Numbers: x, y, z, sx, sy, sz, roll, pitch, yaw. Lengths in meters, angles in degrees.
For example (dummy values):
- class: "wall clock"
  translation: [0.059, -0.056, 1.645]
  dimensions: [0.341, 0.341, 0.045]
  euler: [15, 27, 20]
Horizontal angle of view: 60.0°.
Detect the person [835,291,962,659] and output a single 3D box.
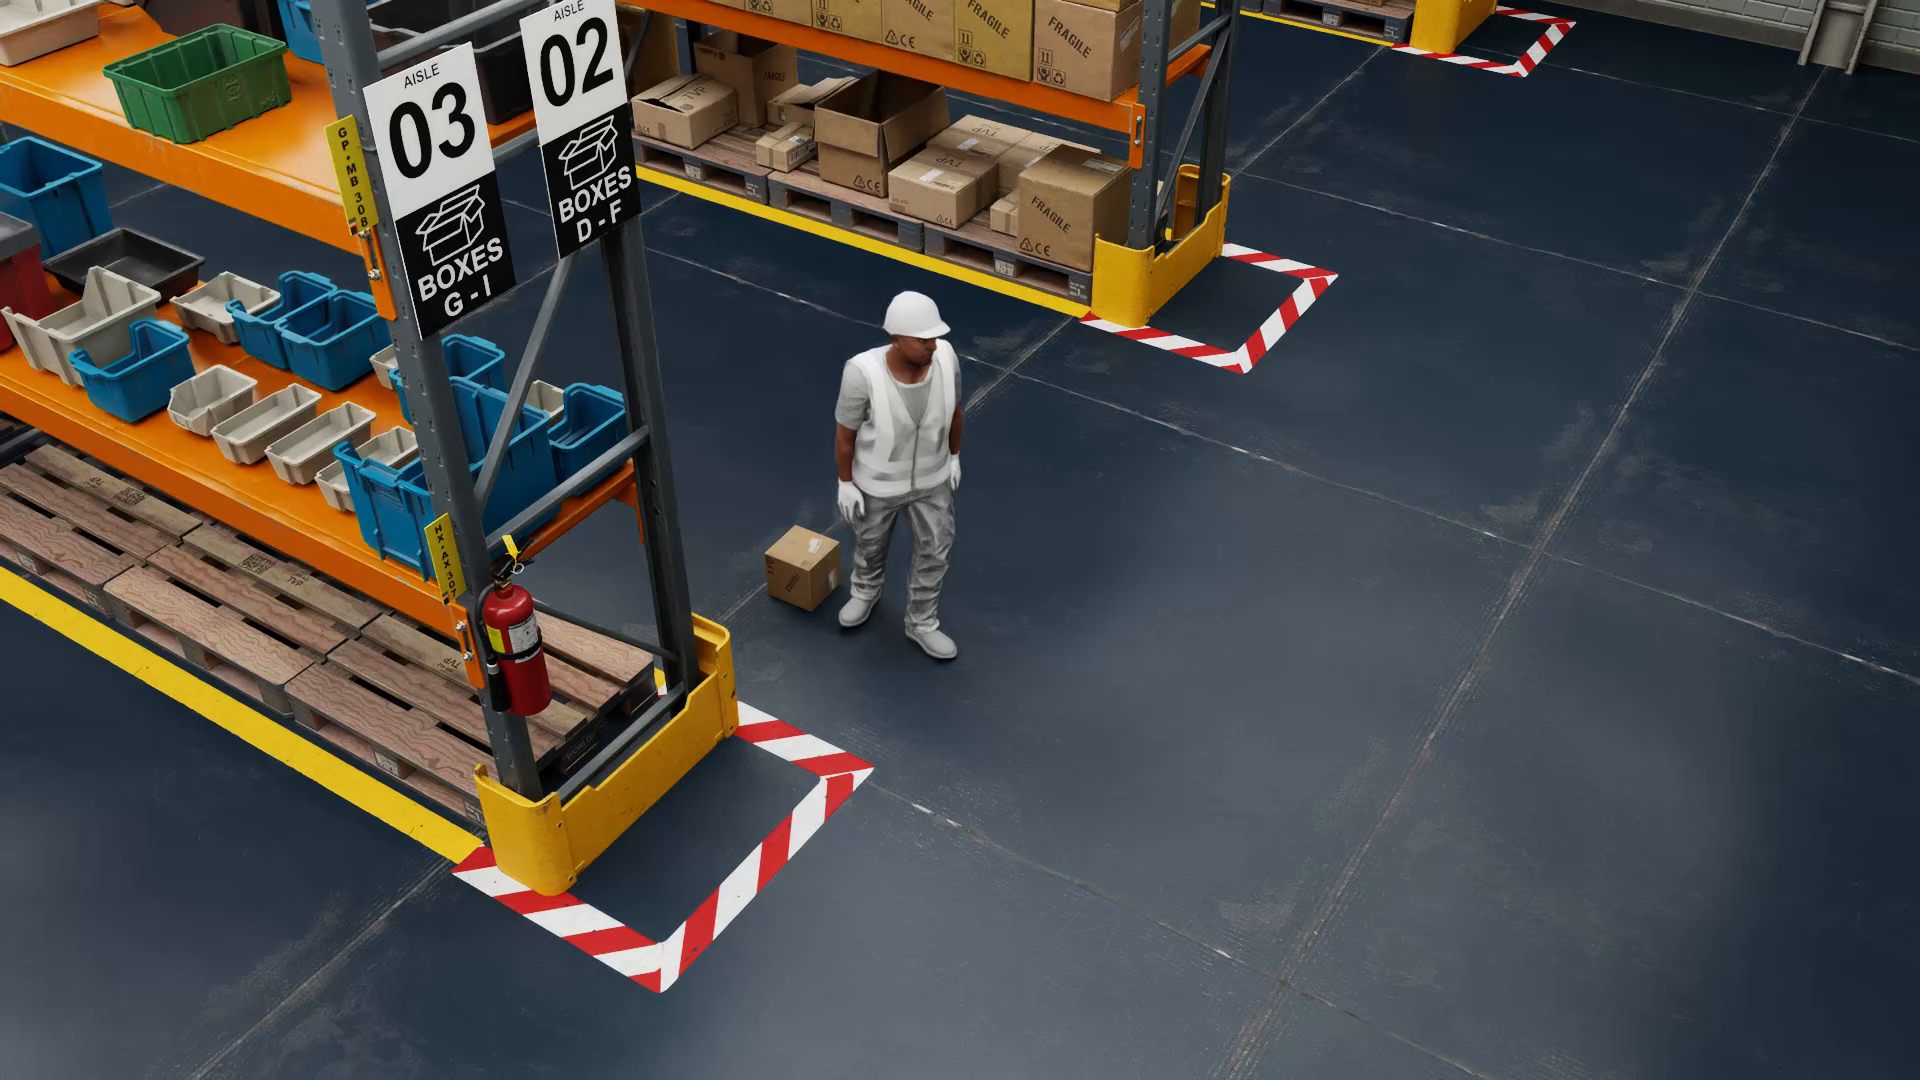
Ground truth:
- class: "person"
  translation: [-0.258, -0.290, 7.037]
  dimensions: [0.582, 1.777, 0.578]
  euler: [-13, 40, -16]
